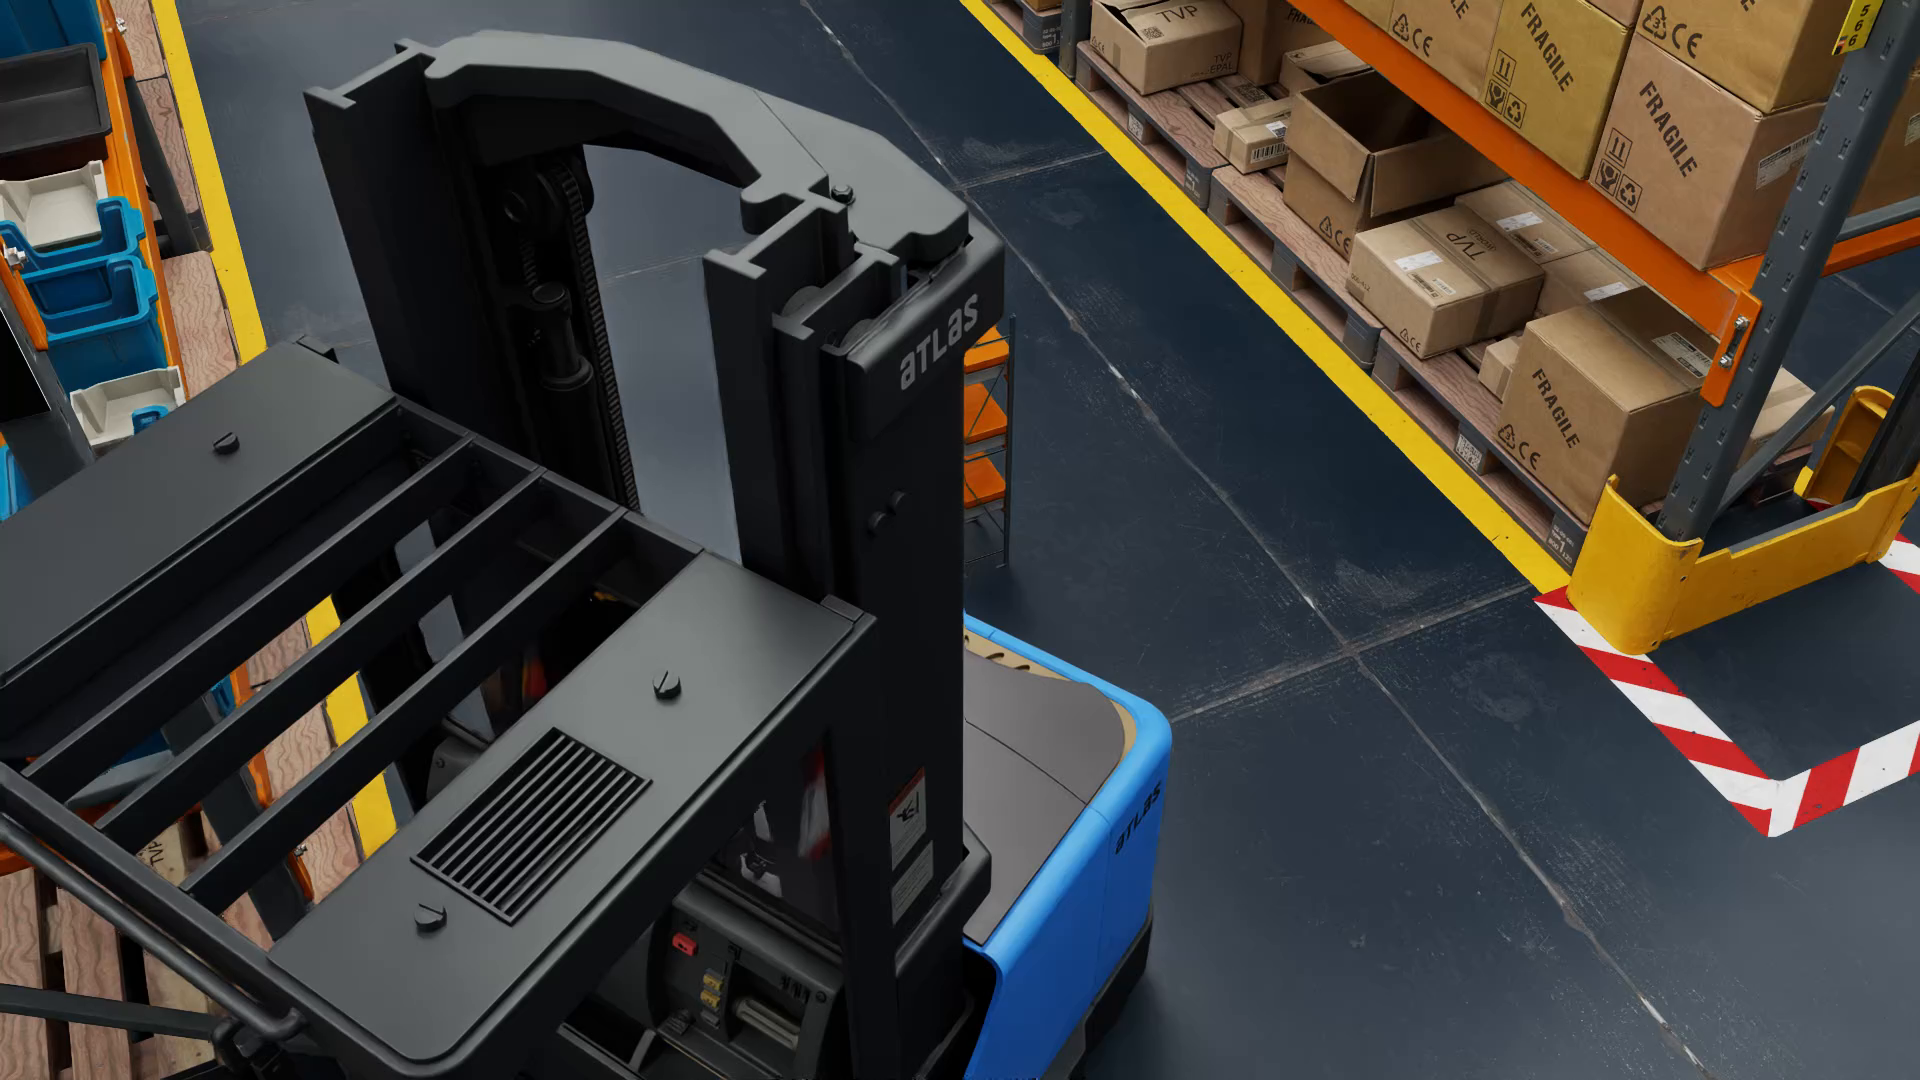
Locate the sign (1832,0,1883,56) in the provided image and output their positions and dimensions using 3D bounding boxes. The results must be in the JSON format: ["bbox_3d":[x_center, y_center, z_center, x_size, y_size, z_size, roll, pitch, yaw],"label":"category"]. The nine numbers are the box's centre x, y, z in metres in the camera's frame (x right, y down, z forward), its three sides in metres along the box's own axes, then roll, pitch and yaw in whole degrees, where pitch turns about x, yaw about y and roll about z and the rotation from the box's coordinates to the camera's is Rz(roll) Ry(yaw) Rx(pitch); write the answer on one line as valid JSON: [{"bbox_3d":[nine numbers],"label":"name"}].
[{"bbox_3d":[2.126,-1.286,3.868,0.100,0.325,0.005,-18,47,-17],"label":"sign"}]

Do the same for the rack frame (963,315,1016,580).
[{"bbox_3d":[0.074,-0.262,5.268,0.200,1.050,0.008,-18,47,-17],"label":"rack frame"}]

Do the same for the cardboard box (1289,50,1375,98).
[{"bbox_3d":[1.768,-1.904,7.145,0.500,0.311,0.500,-18,47,-17],"label":"cardboard box"}]

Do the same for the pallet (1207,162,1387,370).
[{"bbox_3d":[1.761,-1.252,6.869,1.003,0.211,1.213,-18,47,-17],"label":"pallet"}]

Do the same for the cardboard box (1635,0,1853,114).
[{"bbox_3d":[2.201,-1.506,4.358,0.500,0.500,0.500,-18,48,-18],"label":"cardboard box"}]

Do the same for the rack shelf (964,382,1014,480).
[{"bbox_3d":[0.022,-0.332,5.354,0.215,0.259,0.240,-18,47,-17],"label":"rack shelf"}]

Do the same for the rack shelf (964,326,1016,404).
[{"bbox_3d":[0.022,-0.534,5.155,0.215,0.259,0.240,-18,47,-17],"label":"rack shelf"}]

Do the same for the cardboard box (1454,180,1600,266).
[{"bbox_3d":[2.246,-1.158,6.432,0.500,0.250,0.500,-18,47,-17],"label":"cardboard box"}]

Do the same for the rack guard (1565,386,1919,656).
[{"bbox_3d":[2.606,-0.071,5.466,1.175,0.500,0.348,-18,47,-17],"label":"rack guard"}]

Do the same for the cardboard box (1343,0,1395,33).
[{"bbox_3d":[1.565,-2.123,5.695,0.500,0.500,0.500,-19,48,-18],"label":"cardboard box"}]

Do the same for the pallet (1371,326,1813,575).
[{"bbox_3d":[2.270,-0.476,6.082,1.003,0.211,1.213,-18,47,-17],"label":"pallet"}]

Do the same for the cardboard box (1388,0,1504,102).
[{"bbox_3d":[1.776,-1.802,5.370,0.500,0.500,0.500,-18,47,-17],"label":"cardboard box"}]

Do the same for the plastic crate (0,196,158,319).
[{"bbox_3d":[-2.343,-0.699,4.399,0.416,0.233,0.300,-18,47,-17],"label":"plastic crate"}]

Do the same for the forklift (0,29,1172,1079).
[{"bbox_3d":[-0.725,0.799,2.853,1.130,2.935,3.031,25,50,23],"label":"forklift"}]

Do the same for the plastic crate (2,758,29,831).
[{"bbox_3d":[-2.168,0.356,3.186,0.616,0.435,0.499,-18,47,-17],"label":"plastic crate"}]

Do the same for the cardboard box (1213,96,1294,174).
[{"bbox_3d":[1.309,-1.730,7.072,0.380,0.166,0.250,-18,47,-17],"label":"cardboard box"}]

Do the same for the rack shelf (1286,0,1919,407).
[{"bbox_3d":[1.797,-1.931,6.084,1.077,0.370,4.000,-18,47,-17],"label":"rack shelf"}]

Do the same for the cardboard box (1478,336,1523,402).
[{"bbox_3d":[2.097,-0.619,5.946,0.380,0.166,0.250,-18,47,-17],"label":"cardboard box"}]

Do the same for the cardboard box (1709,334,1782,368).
[{"bbox_3d":[2.668,-0.588,5.915,0.380,0.166,0.250,-18,47,-17],"label":"cardboard box"}]

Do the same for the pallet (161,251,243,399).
[{"bbox_3d":[-3.195,-0.551,6.159,1.003,0.211,1.213,-18,47,-17],"label":"pallet"}]

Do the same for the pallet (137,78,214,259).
[{"bbox_3d":[-3.826,-1.513,7.133,1.003,0.211,1.213,-18,47,-17],"label":"pallet"}]

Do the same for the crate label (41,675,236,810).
[{"bbox_3d":[-1.663,0.332,3.355,0.416,0.233,0.303,-18,47,-17],"label":"crate label"}]

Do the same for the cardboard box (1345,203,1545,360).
[{"bbox_3d":[1.814,-0.978,6.250,0.500,0.250,0.500,-18,47,-17],"label":"cardboard box"}]

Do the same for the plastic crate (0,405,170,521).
[{"bbox_3d":[-1.940,-0.088,3.780,0.416,0.233,0.300,-18,47,-17],"label":"plastic crate"}]

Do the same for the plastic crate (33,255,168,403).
[{"bbox_3d":[-2.217,-0.507,4.205,0.416,0.233,0.300,-18,47,-17],"label":"plastic crate"}]

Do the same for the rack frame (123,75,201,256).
[{"bbox_3d":[-3.540,-2.001,5.642,1.000,3.000,0.127,-18,47,-17],"label":"rack frame"}]

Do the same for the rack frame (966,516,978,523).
[{"bbox_3d":[-0.029,-0.417,5.425,0.200,1.050,0.008,-18,47,-17],"label":"rack frame"}]

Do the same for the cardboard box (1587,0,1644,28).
[{"bbox_3d":[1.988,-1.828,4.684,0.500,0.500,0.500,-17,47,-16],"label":"cardboard box"}]

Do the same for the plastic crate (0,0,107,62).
[{"bbox_3d":[-3.034,-1.820,5.428,0.392,0.384,0.575,-18,47,-17],"label":"plastic crate"}]

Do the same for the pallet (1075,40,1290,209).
[{"bbox_3d":[1.244,-2.031,7.658,1.003,0.211,1.213,-18,47,-17],"label":"pallet"}]

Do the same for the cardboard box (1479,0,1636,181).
[{"bbox_3d":[1.981,-1.483,5.046,0.500,0.500,0.500,-18,47,-17],"label":"cardboard box"}]

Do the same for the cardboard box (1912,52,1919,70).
[{"bbox_3d":[2.691,-1.665,4.518,0.500,0.500,0.500,-17,47,-16],"label":"cardboard box"}]

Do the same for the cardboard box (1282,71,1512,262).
[{"bbox_3d":[1.751,-1.534,6.633,0.797,0.503,0.637,-18,47,-17],"label":"cardboard box"}]

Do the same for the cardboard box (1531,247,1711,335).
[{"bbox_3d":[2.456,-0.839,6.109,0.500,0.250,0.500,-18,47,-17],"label":"cardboard box"}]

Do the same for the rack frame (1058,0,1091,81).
[{"bbox_3d":[0.956,-3.462,7.123,1.000,3.000,0.127,-18,47,-17],"label":"rack frame"}]

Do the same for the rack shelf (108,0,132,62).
[{"bbox_3d":[-4.381,-3.020,7.187,1.077,0.370,4.000,-18,47,-17],"label":"rack shelf"}]

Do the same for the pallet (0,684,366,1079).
[{"bbox_3d":[-2.169,1.004,4.583,1.003,0.211,1.213,-18,47,-17],"label":"pallet"}]

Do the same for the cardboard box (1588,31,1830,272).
[{"bbox_3d":[2.203,-1.153,4.712,0.500,0.500,0.500,-17,47,-16],"label":"cardboard box"}]

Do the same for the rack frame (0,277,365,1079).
[{"bbox_3d":[-1.861,0.549,3.058,0.949,2.616,0.053,-18,47,-17],"label":"rack frame"}]

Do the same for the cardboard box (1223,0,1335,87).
[{"bbox_3d":[1.453,-2.449,7.563,0.500,0.500,0.500,-18,47,-17],"label":"cardboard box"}]

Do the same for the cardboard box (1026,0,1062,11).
[{"bbox_3d":[0.488,-2.958,8.079,0.500,0.500,0.500,-18,47,-18],"label":"cardboard box"}]

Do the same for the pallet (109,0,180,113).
[{"bbox_3d":[-4.343,-2.291,7.922,1.003,0.211,1.213,-18,47,-17],"label":"pallet"}]

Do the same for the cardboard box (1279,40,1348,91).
[{"bbox_3d":[1.665,-2.103,7.462,0.380,0.149,0.250,-18,47,-17],"label":"cardboard box"}]

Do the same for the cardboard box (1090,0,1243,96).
[{"bbox_3d":[0.936,-2.330,7.577,0.500,0.311,0.500,-18,47,-17],"label":"cardboard box"}]

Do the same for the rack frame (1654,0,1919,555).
[{"bbox_3d":[2.638,-0.913,4.539,1.000,3.000,0.127,-18,47,-17],"label":"rack frame"}]

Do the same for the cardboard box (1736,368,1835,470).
[{"bbox_3d":[2.774,-0.423,5.759,0.380,0.149,0.250,-18,47,-17],"label":"cardboard box"}]

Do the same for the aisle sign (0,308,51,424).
[{"bbox_3d":[-1.558,-0.419,2.188,0.394,0.787,0.004,-18,47,-17],"label":"aisle sign"}]

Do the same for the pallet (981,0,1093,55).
[{"bbox_3d":[0.580,-2.976,8.616,1.003,0.211,1.213,-18,47,-17],"label":"pallet"}]

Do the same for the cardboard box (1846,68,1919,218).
[{"bbox_3d":[2.691,-1.309,4.870,0.500,0.500,0.500,-17,47,-17],"label":"cardboard box"}]

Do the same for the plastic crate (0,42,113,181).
[{"bbox_3d":[-2.825,-1.291,5.075,0.437,0.125,0.590,-18,47,-17],"label":"plastic crate"}]

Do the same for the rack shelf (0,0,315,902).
[{"bbox_3d":[-2.699,-0.471,4.603,1.077,0.370,4.000,-18,47,-17],"label":"rack shelf"}]

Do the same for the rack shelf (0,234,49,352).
[{"bbox_3d":[-2.699,-1.538,3.550,1.077,0.370,4.000,-18,47,-17],"label":"rack shelf"}]

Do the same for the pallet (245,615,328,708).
[{"bbox_3d":[-2.679,0.227,5.369,1.003,0.211,1.213,-18,47,-17],"label":"pallet"}]

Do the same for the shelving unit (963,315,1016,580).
[{"bbox_3d":[0.022,-0.340,5.347,0.215,1.050,0.252,-18,47,-17],"label":"shelving unit"}]

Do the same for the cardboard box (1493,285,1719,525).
[{"bbox_3d":[2.186,-0.453,5.540,0.500,0.500,0.500,-18,47,-17],"label":"cardboard box"}]

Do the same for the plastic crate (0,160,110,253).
[{"bbox_3d":[-2.535,-0.908,4.679,0.293,0.136,0.466,-18,47,-17],"label":"plastic crate"}]

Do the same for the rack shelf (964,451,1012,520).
[{"bbox_3d":[0.022,-0.134,5.549,0.215,0.259,0.240,-18,47,-17],"label":"rack shelf"}]

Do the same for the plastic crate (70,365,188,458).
[{"bbox_3d":[-2.008,-0.295,4.059,0.250,0.136,0.298,-18,47,-17],"label":"plastic crate"}]
